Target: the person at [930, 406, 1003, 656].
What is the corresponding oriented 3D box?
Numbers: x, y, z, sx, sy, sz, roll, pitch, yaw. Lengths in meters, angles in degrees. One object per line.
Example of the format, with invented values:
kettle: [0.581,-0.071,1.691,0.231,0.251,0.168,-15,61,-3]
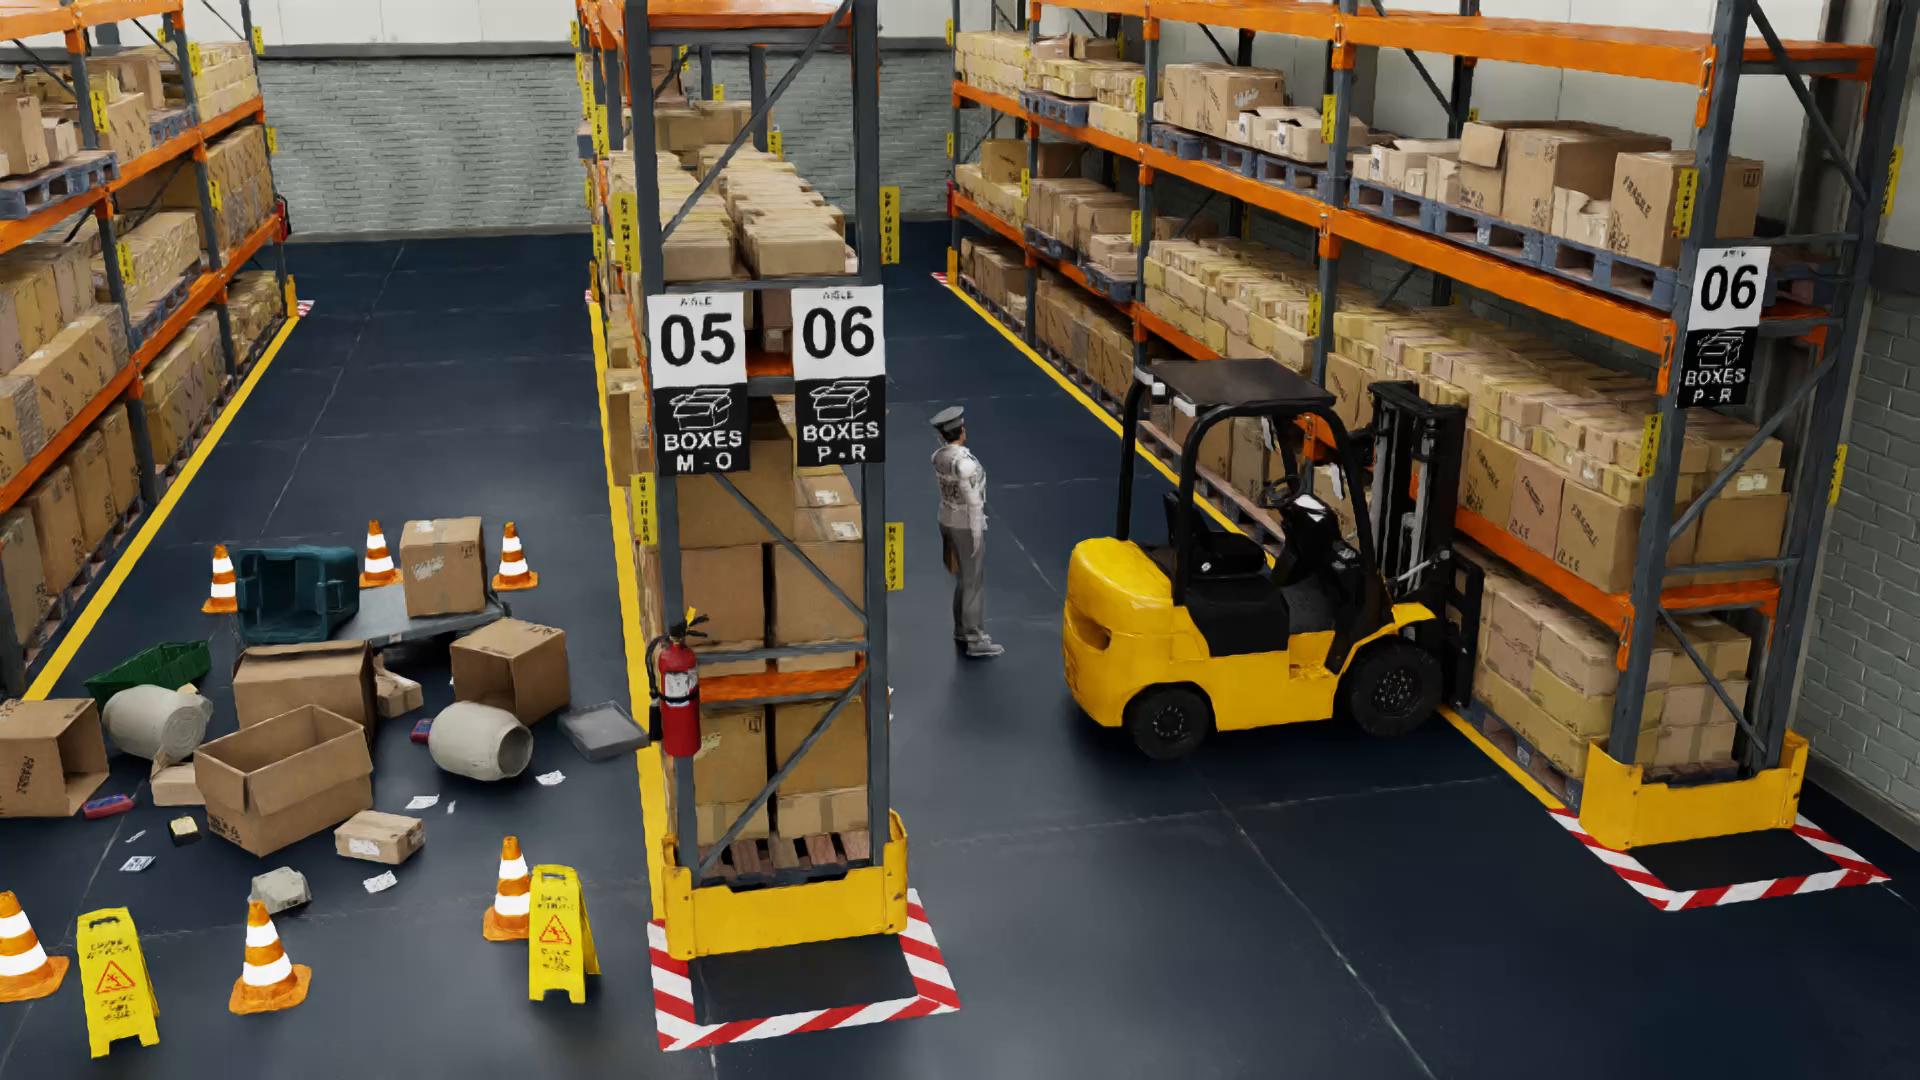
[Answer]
person: [0.051,-0.067,11.264,0.449,1.670,0.569,-9,22,-25]
